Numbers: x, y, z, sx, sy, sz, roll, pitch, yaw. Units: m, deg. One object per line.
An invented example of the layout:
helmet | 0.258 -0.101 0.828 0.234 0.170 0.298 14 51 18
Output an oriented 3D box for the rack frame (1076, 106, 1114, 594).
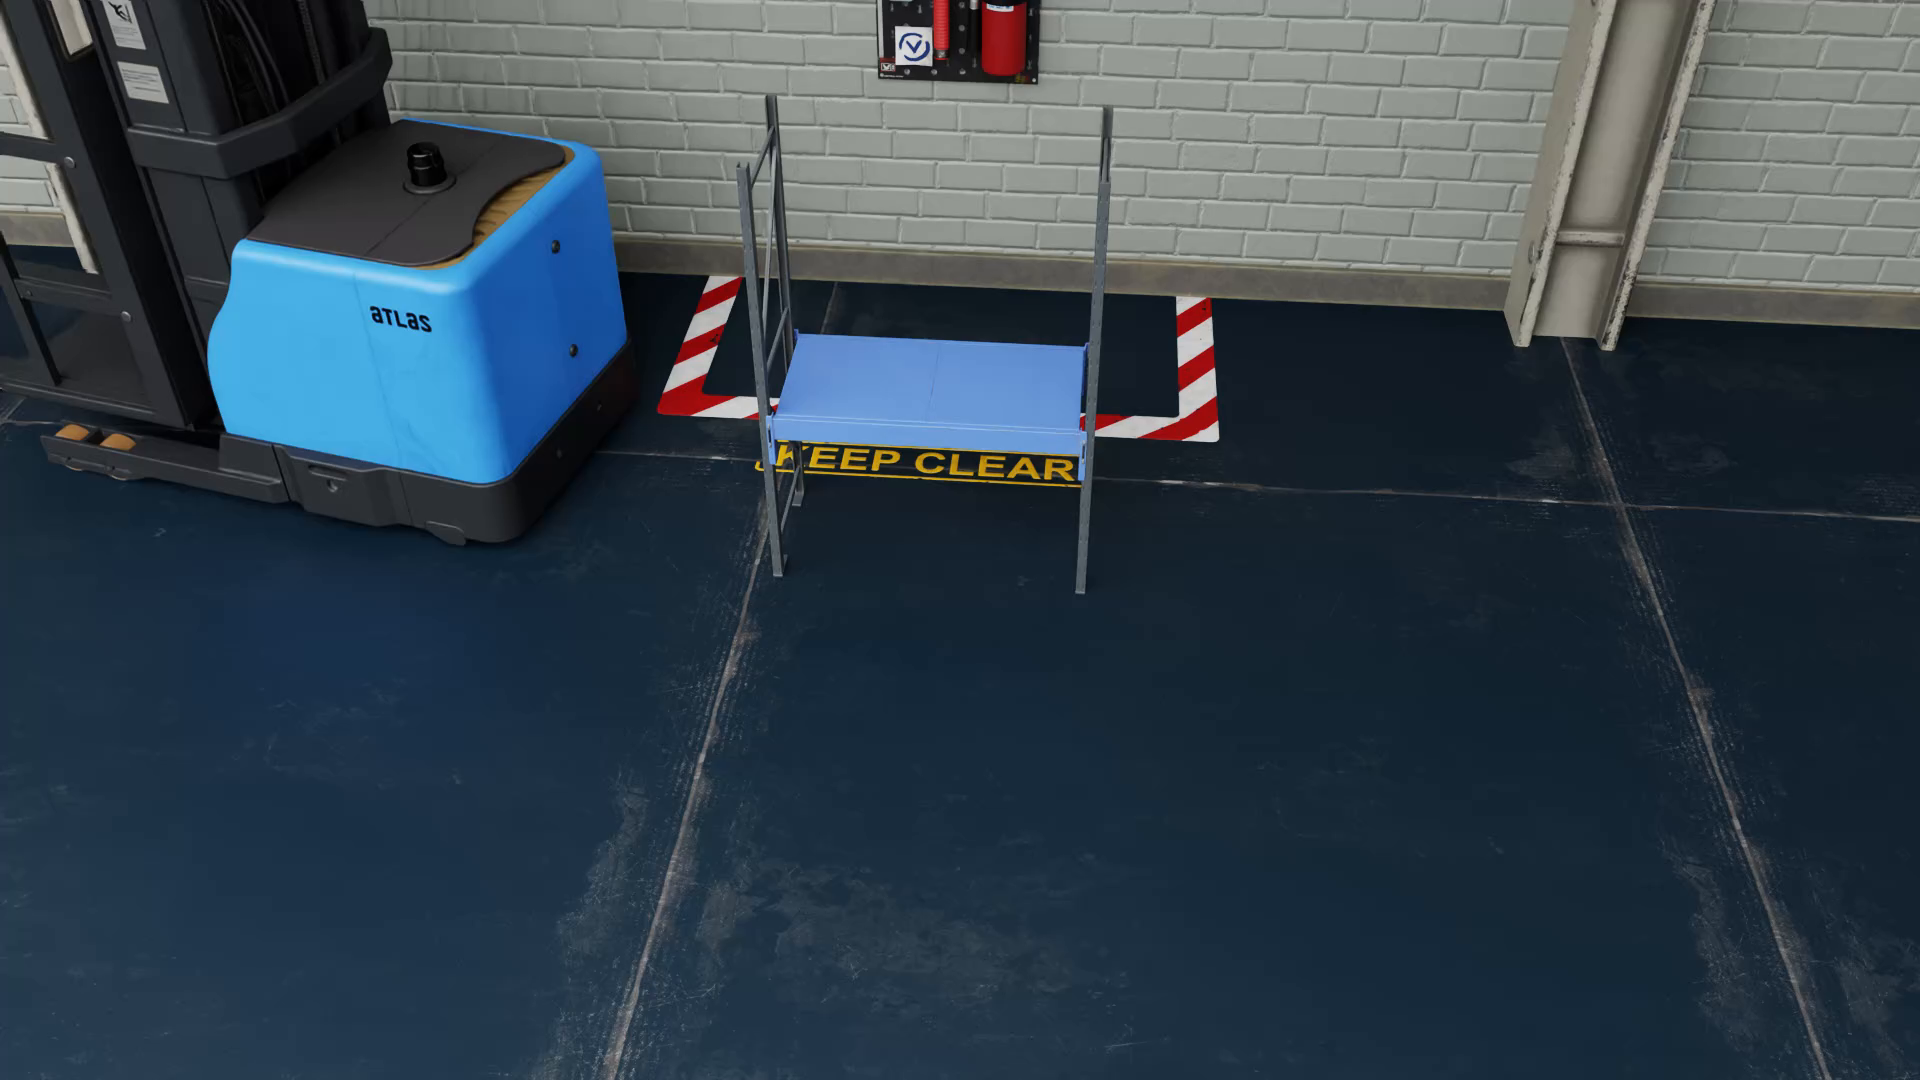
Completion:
rack frame | 0.421 -0.559 5.248 0.032 1.500 0.500 3 39 4

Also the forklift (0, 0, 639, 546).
forklift | -2.795 -1.657 5.464 3.031 2.935 1.130 11 40 13

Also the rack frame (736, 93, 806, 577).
rack frame | -0.591 -0.614 5.316 0.032 1.500 0.500 3 39 4

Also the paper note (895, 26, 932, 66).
paper note | -0.178 -1.903 6.409 0.142 0.148 0.016 3 39 4

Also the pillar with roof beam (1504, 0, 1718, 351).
pillar with roof beam | 2.080 -1.652 0.651 0.400 9.000 9.100 3 39 4

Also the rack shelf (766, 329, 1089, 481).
rack shelf | -0.085 -0.447 5.396 1.000 0.185 0.538 3 39 4

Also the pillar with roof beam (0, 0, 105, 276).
pillar with roof beam | -3.898 -1.979 1.052 0.400 9.000 9.100 3 39 4

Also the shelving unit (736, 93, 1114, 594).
shelving unit | -0.085 -0.586 5.282 1.048 1.500 0.538 3 39 4

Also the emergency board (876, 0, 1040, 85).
emergency board | -0.008 -2.191 6.066 0.643 1.169 0.194 3 39 4
